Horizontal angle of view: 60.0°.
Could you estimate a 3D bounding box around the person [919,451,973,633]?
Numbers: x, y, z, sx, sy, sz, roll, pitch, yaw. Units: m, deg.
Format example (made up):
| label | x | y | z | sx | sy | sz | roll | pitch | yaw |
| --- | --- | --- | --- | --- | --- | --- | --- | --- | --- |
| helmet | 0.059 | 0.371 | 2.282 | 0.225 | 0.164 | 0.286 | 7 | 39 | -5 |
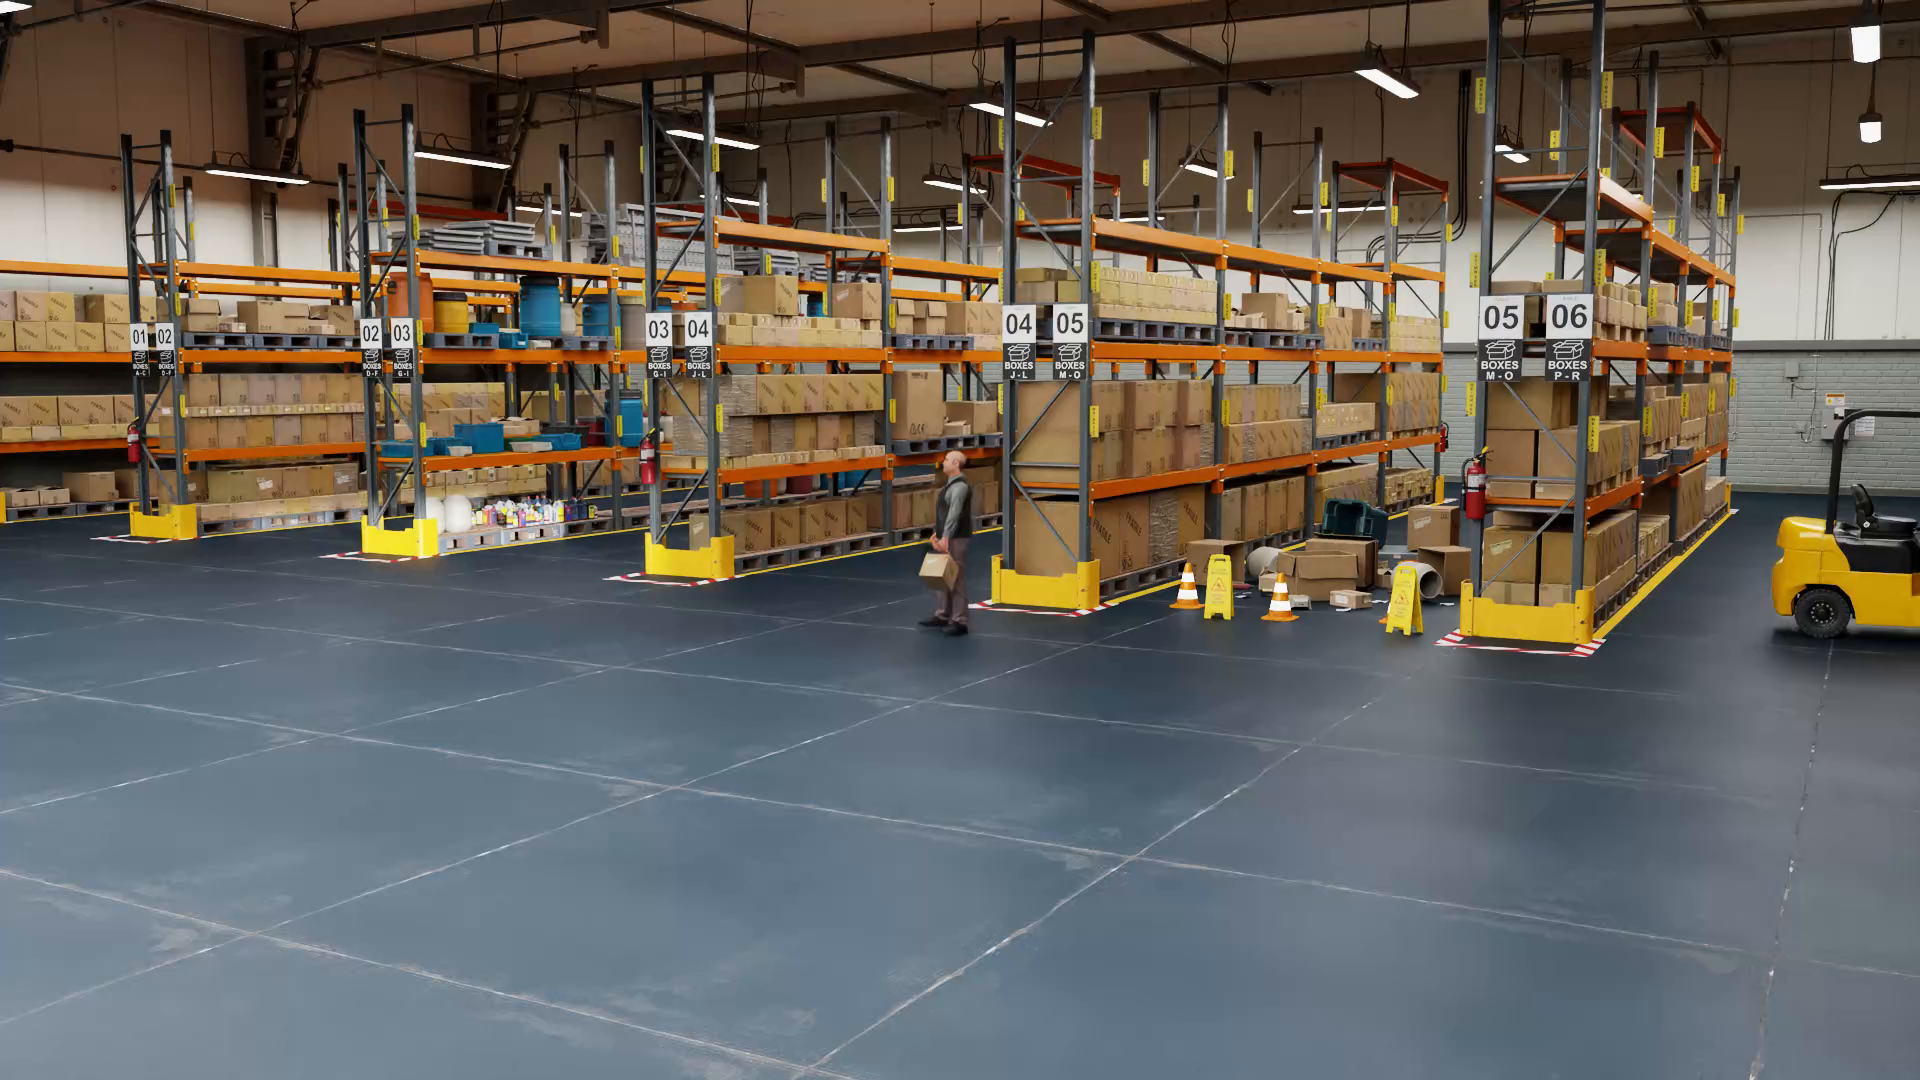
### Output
| label | x | y | z | sx | sy | sz | roll | pitch | yaw |
| --- | --- | --- | --- | --- | --- | --- | --- | --- | --- |
| person | -0.138 | 0.010 | 15.945 | 0.512 | 1.728 | 0.543 | 0 | 6 | -4 |
